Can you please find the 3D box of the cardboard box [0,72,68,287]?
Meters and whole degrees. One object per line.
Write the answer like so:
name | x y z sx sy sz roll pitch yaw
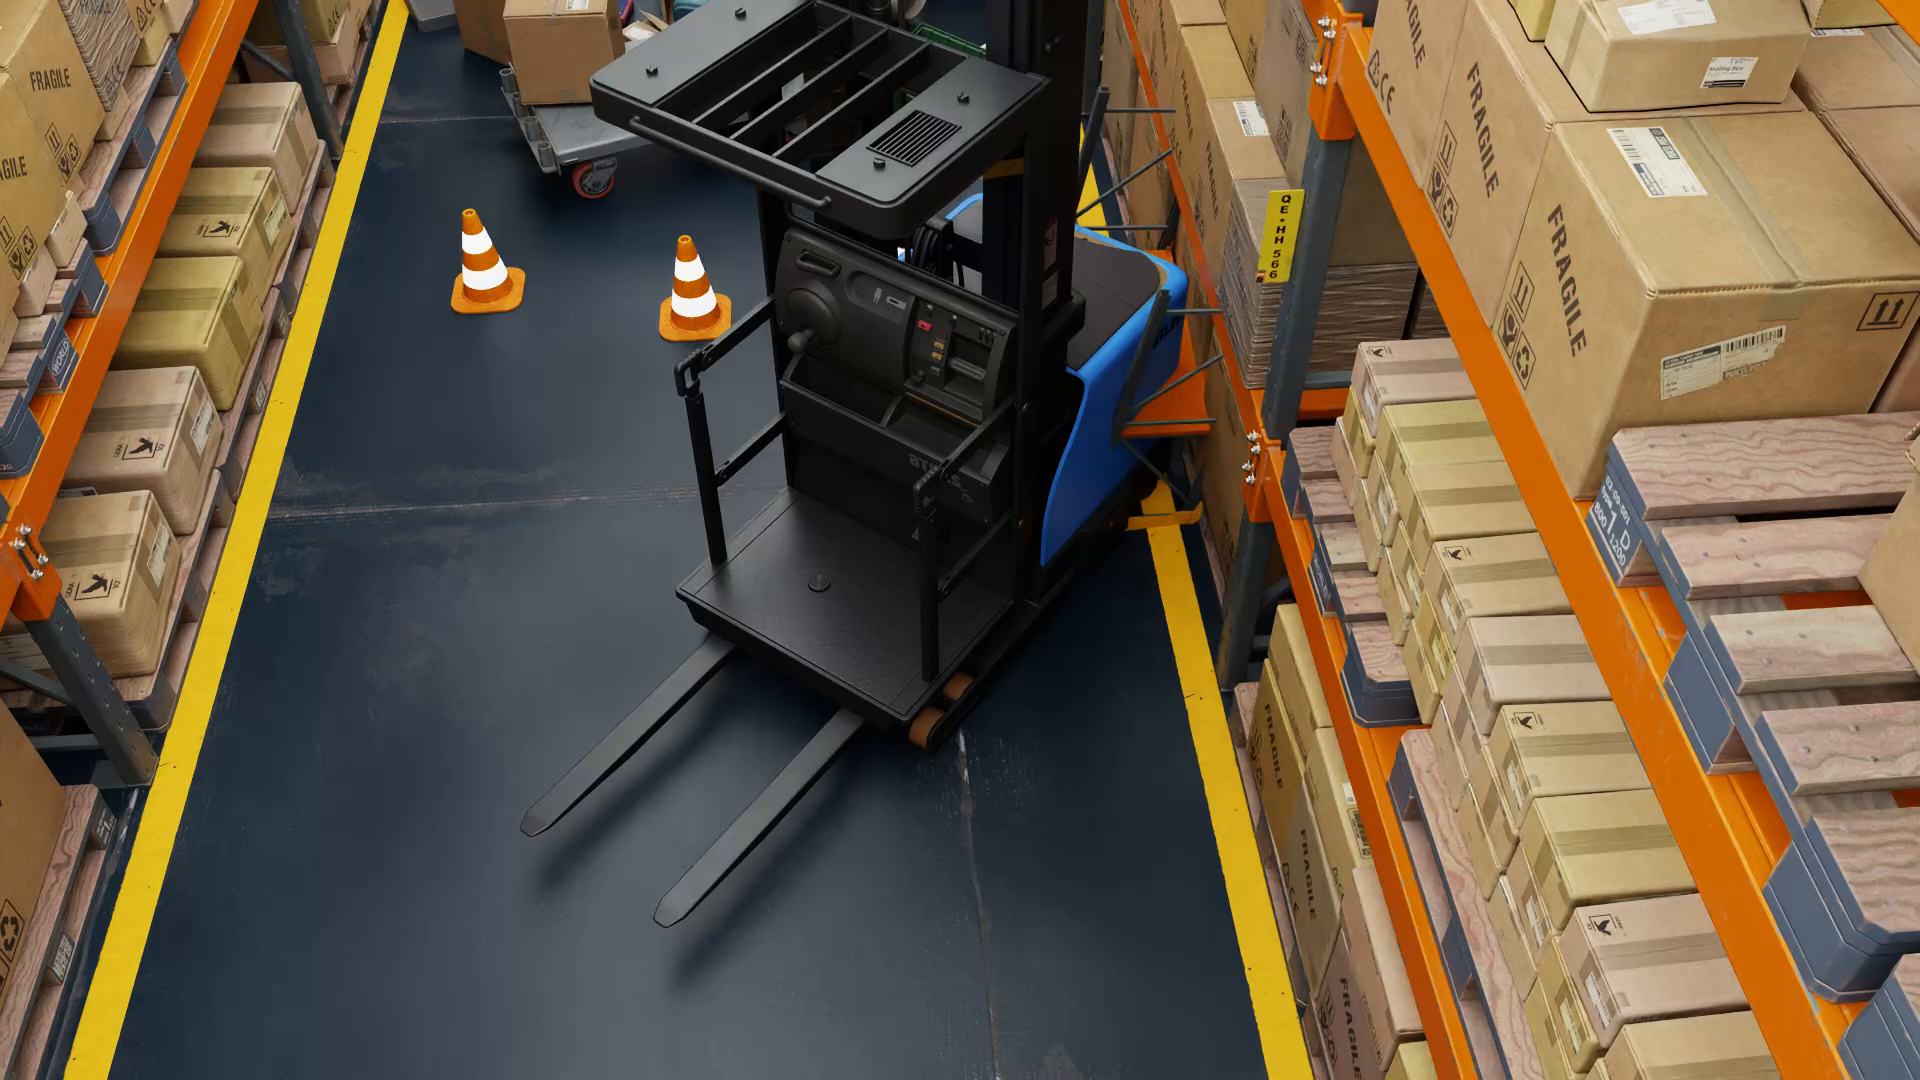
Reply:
cardboard box | -3.295 -1.146 5.343 0.500 0.500 0.500 -1 47 -1

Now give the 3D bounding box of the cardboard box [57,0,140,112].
cardboard box | -3.380 -1.892 6.049 0.500 0.500 0.500 -5 47 -5

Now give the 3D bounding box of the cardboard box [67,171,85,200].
cardboard box | -3.347 -1.230 5.870 0.380 0.149 0.250 -1 47 -1

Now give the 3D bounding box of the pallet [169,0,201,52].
pallet | -3.853 -2.415 7.240 1.003 0.211 1.213 -3 47 -3

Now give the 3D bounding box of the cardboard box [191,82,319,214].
cardboard box | -3.726 -1.904 8.145 0.950 0.372 0.625 -3 47 -3

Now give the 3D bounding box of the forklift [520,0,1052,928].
forklift | -0.535 -1.036 5.849 2.033 2.935 3.733 27 52 23

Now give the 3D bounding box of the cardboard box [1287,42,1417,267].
cardboard box | 1.459 -1.226 5.224 0.700 0.500 0.500 -4 47 -4

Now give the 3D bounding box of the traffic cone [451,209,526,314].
traffic cone | -2.273 -1.358 7.854 0.336 0.463 0.334 -3 47 -3

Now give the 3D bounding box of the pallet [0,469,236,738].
pallet | -3.501 0.245 6.509 1.003 0.211 1.213 -3 47 -3

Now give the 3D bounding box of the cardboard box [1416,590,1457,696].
cardboard box | 1.399 0.251 4.262 0.380 0.149 0.250 -3 47 -3

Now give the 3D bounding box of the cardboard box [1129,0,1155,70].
cardboard box | 1.010 -2.327 6.956 0.500 0.500 0.500 -4 47 -4

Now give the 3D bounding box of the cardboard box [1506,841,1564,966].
cardboard box | 1.463 0.806 3.736 0.380 0.149 0.250 -2 47 -2

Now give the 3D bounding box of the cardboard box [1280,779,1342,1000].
cardboard box | 1.338 1.083 5.227 0.500 0.500 0.500 -3 47 -3

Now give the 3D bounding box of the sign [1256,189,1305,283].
sign | 0.934 -0.885 4.861 0.100 0.325 0.005 -3 47 -3

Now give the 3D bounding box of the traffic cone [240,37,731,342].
traffic cone | -2.661 -2.436 7.260 3.046 2.808 1.723 -3 47 -3

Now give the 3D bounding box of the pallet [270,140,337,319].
pallet | -3.705 -1.521 8.181 1.003 0.211 1.213 -3 47 -3

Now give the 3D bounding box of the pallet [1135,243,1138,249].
pallet | 1.397 -1.019 7.706 1.003 0.211 1.213 -3 47 -3

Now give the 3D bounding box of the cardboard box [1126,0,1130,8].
cardboard box | 0.971 -2.689 7.298 0.500 0.500 0.500 -3 47 -3

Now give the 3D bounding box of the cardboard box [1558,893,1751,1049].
cardboard box | 1.486 0.887 3.454 0.380 0.149 0.250 -5 47 -5

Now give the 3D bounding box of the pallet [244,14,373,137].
pallet | -3.863 -2.568 9.173 1.003 0.211 1.213 -3 47 -3

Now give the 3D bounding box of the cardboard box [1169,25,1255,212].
cardboard box | 1.100 -1.589 6.257 0.500 0.500 0.500 -4 47 -4

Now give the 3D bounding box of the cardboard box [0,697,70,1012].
cardboard box | -3.462 0.942 5.102 0.875 0.875 0.875 -4 47 -4

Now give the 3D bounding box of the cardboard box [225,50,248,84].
cardboard box | -4.089 -2.653 8.938 0.500 0.250 0.500 -2 47 -1

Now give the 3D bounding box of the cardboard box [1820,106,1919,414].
cardboard box | 1.881 -0.468 3.129 0.500 0.500 0.500 -3 47 -3

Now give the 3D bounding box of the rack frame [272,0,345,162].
rack frame | -3.772 -3.043 7.702 1.000 3.000 0.127 -3 47 -3

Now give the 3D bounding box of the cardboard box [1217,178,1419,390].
cardboard box | 1.182 -0.867 5.572 0.500 0.500 0.500 -3 47 -3

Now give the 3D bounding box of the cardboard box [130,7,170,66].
cardboard box | -3.383 -2.006 6.604 0.380 0.149 0.250 -4 47 -3

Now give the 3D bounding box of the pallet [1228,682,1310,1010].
pallet | 1.551 1.002 5.792 1.003 0.211 1.213 -3 47 -3

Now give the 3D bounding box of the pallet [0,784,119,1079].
pallet | -3.446 1.385 5.429 1.003 0.211 1.213 -3 47 -3

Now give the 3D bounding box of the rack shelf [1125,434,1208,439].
rack shelf | 0.718 -0.794 6.776 0.416 0.036 0.922 -3 57 -12

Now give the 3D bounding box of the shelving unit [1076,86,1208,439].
shelving unit | 0.734 -0.900 6.674 0.500 1.500 0.985 -3 57 -12

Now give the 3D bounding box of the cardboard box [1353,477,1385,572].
cardboard box | 1.346 -0.050 4.752 0.380 0.149 0.250 -1 47 -1

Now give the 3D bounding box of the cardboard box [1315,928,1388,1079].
cardboard box | 1.385 1.454 4.875 0.500 0.500 0.500 -5 47 -4

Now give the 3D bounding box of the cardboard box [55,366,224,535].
cardboard box | -3.544 -0.332 6.656 0.950 0.372 0.625 -4 47 -4

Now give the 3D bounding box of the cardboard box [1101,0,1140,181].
cardboard box | 1.294 -2.344 8.301 1.050 0.750 0.750 -4 47 -3

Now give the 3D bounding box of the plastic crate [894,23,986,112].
plastic crate | -0.168 -2.516 9.100 0.450 0.188 0.662 25 51 9

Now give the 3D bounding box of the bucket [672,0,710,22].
bucket | -1.157 -2.772 8.653 0.726 0.611 0.620 11 58 10

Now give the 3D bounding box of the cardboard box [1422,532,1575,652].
cardboard box | 1.396 0.125 4.177 0.380 0.149 0.250 -5 47 -5

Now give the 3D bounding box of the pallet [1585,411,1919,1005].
pallet | 1.787 0.201 2.693 1.213 0.211 1.003 -3 47 -3

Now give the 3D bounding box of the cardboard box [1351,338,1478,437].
cardboard box | 1.333 -0.436 4.707 0.380 0.149 0.250 -3 47 -3

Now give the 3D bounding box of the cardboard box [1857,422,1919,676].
cardboard box | 1.824 0.035 2.362 0.797 0.503 0.637 -4 47 -4

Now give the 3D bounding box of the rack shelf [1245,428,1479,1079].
rack shelf | 1.655 1.172 4.206 1.077 0.370 4.000 -3 47 -3

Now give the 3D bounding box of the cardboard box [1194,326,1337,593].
cardboard box | 1.526 -0.339 6.402 1.050 0.750 0.750 -4 47 -4

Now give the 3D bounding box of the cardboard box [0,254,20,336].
cardboard box | -3.244 -0.769 4.986 0.500 0.500 0.500 -5 47 -4

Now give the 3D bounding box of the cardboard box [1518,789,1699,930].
cardboard box | 1.462 0.693 3.639 0.380 0.149 0.250 -4 47 -4

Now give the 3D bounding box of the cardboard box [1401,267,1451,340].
cardboard box | 1.719 -0.898 5.602 0.500 0.500 0.500 -3 47 -3

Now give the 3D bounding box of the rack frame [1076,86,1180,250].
rack frame | 0.658 -1.296 6.927 0.500 1.500 0.032 -3 57 -12

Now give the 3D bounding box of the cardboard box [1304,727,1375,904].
cardboard box | 1.346 0.815 4.964 0.500 0.250 0.500 -4 47 -4

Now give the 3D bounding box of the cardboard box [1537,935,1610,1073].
cardboard box | 1.478 0.982 3.570 0.380 0.149 0.250 -3 47 -3

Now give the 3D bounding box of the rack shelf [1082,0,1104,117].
rack shelf | 8.748 -2.408 7.101 15.905 3.000 4.168 -3 47 -3

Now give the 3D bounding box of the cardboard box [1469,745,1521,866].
cardboard box | 1.437 0.611 3.921 0.380 0.149 0.250 -4 47 -4
